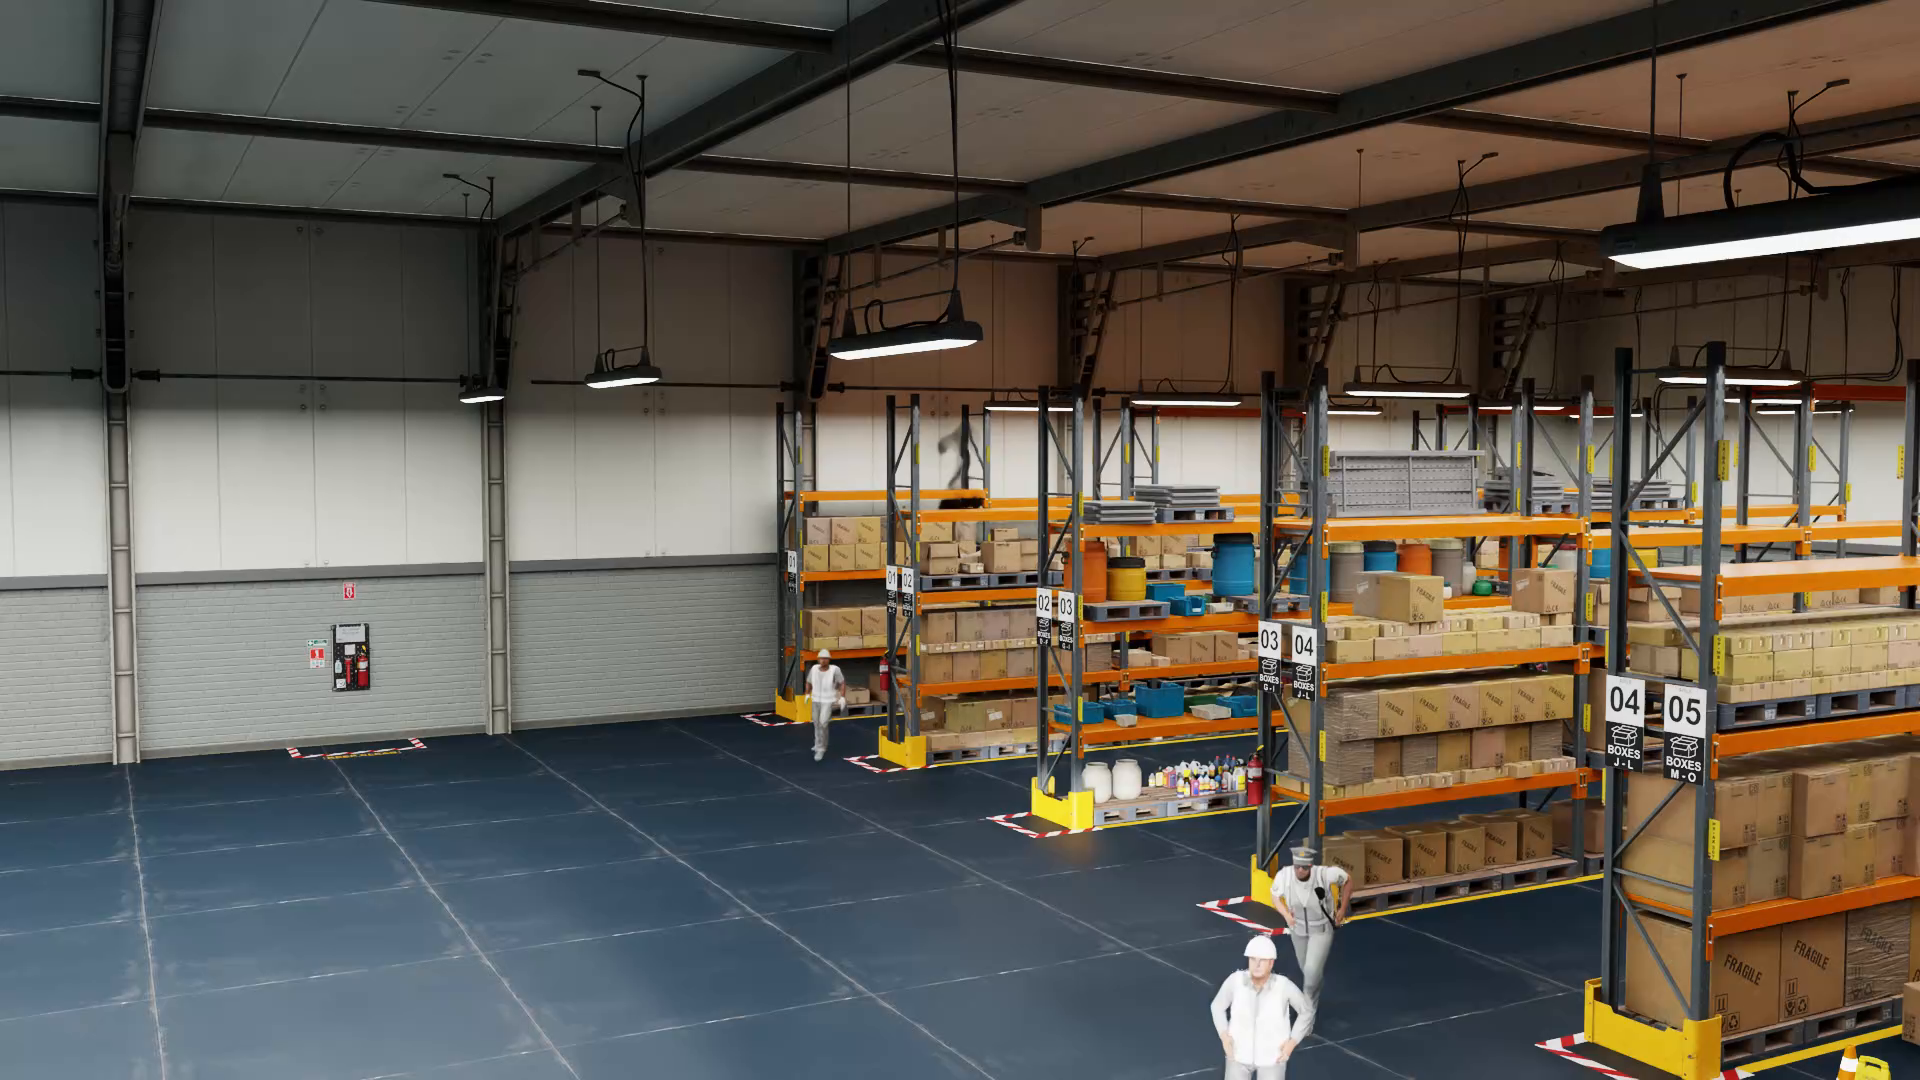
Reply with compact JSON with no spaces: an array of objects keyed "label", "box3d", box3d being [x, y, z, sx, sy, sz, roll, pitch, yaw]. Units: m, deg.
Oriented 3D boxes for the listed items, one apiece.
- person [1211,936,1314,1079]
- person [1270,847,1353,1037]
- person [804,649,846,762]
[{"label":"person","box3d":[2.140,3.648,11.798,0.719,1.774,0.826,1,3,9]},{"label":"person","box3d":[3.165,3.522,14.919,0.707,1.721,1.021,1,3,23]},{"label":"person","box3d":[-2.239,2.704,27.521,0.658,1.816,0.717,1,3,18]}]
